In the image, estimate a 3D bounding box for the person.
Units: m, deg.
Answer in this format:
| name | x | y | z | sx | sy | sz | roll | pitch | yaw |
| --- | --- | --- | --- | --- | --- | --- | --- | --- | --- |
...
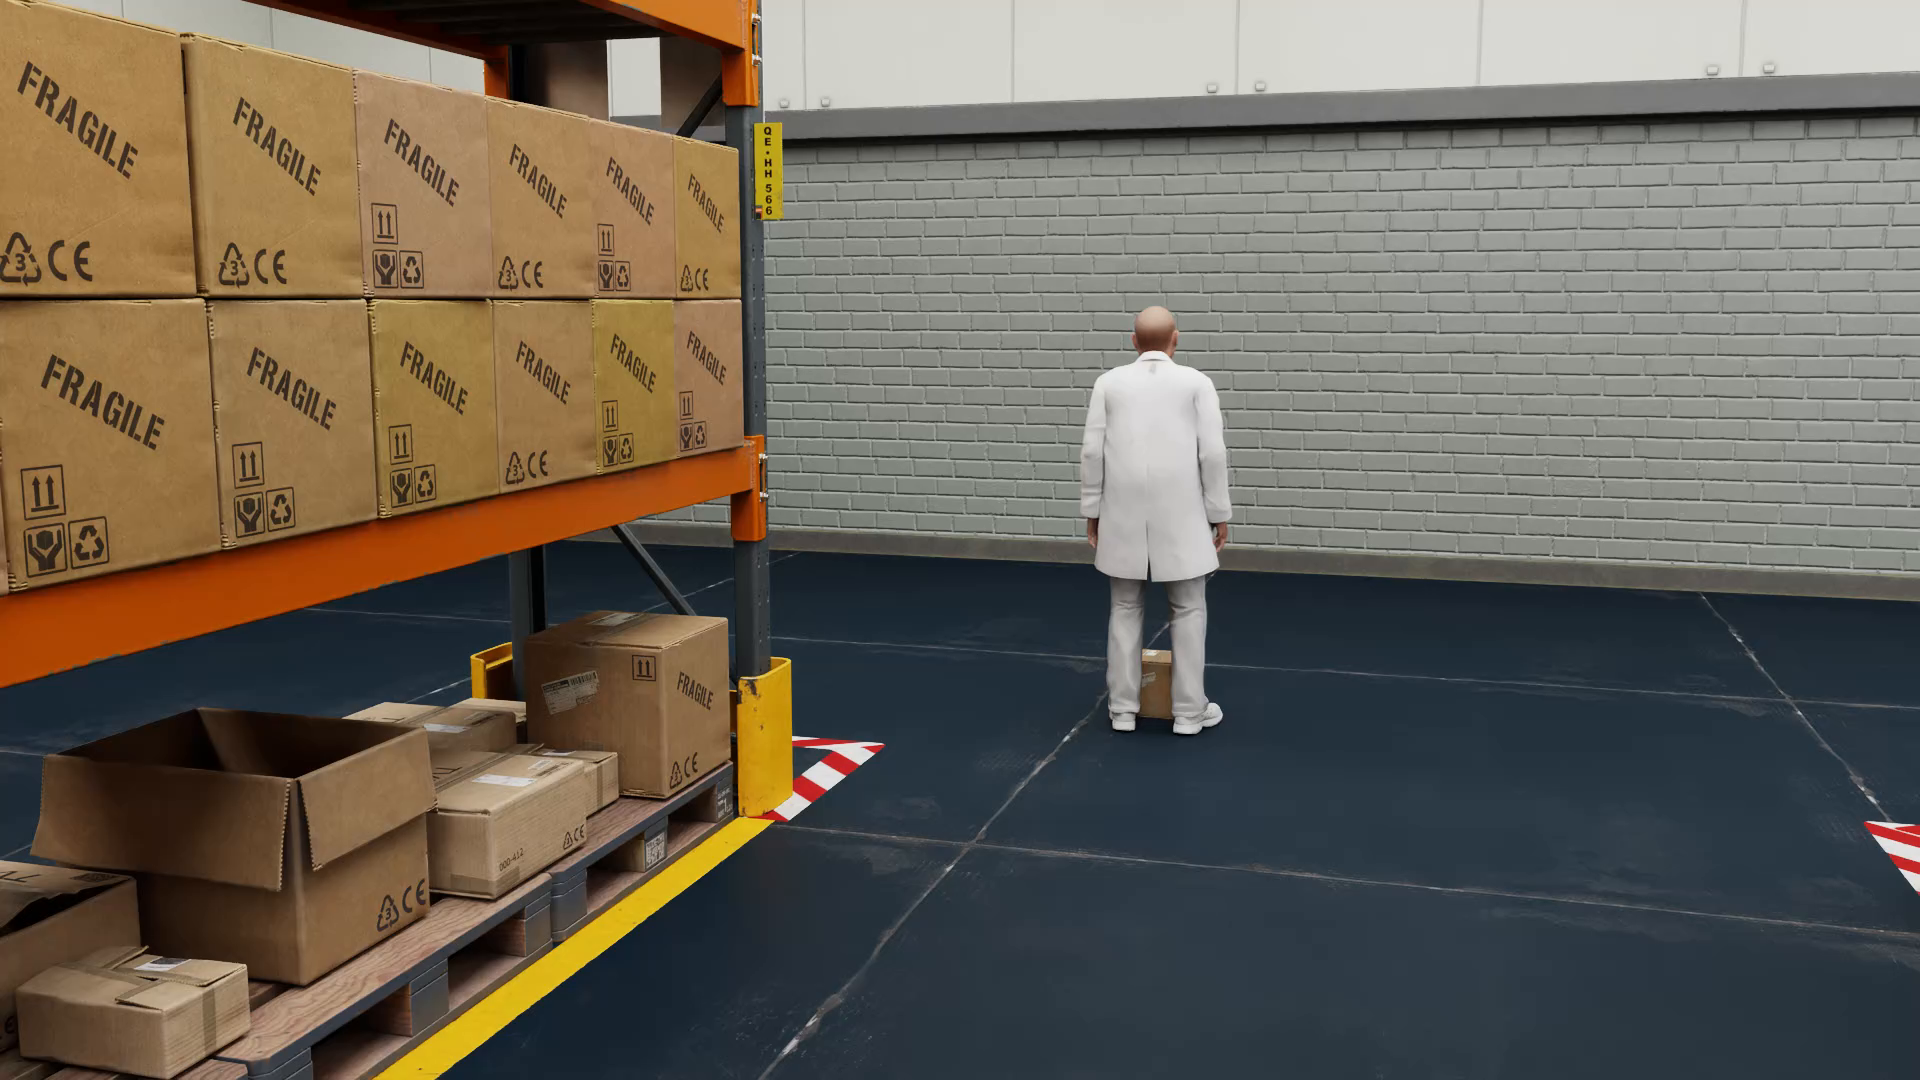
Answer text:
| name | x | y | z | sx | sy | sz | roll | pitch | yaw |
| --- | --- | --- | --- | --- | --- | --- | --- | --- | --- |
| person | 0.818 | -0.086 | 6.982 | 0.644 | 1.774 | 0.424 | 2 | 9 | 17 |
